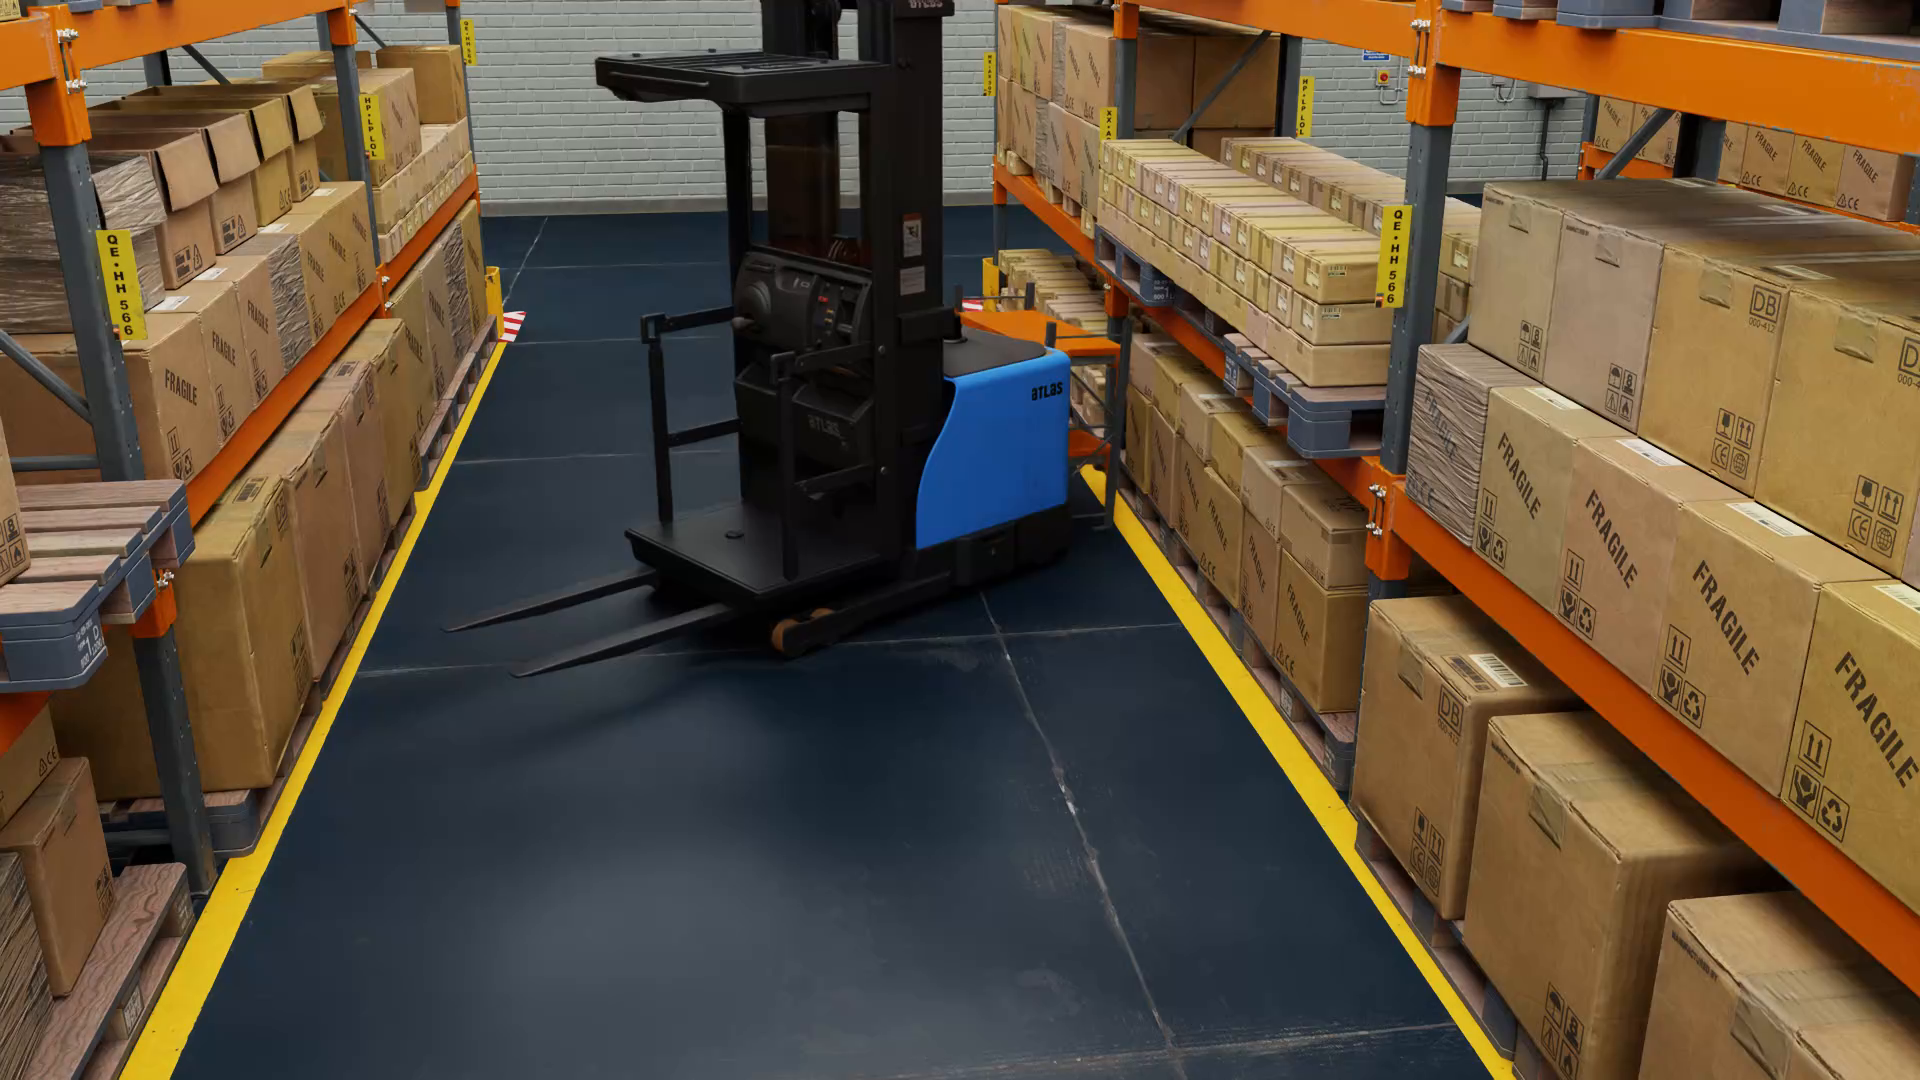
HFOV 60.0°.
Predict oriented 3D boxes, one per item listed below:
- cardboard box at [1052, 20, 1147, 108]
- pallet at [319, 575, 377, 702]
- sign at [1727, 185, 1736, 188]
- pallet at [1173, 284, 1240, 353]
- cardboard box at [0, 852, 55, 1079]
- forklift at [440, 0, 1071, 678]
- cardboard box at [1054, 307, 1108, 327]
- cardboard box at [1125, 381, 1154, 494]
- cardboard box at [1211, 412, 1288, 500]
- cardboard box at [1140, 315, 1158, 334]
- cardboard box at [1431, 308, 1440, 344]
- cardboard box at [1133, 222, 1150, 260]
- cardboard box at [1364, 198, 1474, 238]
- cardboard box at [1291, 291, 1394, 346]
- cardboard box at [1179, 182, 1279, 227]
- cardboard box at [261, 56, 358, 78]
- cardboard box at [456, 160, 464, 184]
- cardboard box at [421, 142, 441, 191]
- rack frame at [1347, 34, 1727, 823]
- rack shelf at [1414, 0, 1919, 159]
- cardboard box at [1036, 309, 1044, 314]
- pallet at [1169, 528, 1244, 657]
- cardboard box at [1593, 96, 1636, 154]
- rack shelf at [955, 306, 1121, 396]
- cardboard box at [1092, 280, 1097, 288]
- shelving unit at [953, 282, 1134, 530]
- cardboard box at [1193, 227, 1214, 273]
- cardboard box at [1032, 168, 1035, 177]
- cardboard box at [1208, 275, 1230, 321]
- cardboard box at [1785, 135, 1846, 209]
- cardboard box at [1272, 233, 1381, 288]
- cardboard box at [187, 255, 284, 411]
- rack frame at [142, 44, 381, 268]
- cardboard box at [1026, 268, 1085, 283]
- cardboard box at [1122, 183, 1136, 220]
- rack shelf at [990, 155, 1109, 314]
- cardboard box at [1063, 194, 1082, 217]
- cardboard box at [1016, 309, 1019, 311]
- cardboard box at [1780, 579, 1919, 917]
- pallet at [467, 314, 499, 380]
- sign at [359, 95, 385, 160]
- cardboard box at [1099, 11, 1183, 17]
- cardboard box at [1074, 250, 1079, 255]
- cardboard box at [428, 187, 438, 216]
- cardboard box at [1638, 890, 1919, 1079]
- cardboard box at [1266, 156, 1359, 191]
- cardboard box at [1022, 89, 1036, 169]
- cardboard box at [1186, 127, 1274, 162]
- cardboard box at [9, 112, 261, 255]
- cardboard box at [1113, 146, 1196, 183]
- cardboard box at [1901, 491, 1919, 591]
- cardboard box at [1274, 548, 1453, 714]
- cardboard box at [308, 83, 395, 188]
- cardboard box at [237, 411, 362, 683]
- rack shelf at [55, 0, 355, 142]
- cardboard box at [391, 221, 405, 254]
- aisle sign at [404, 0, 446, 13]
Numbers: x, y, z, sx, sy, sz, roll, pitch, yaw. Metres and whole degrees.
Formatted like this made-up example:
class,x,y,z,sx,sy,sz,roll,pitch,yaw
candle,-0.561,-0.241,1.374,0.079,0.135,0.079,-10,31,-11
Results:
class,x,y,z,sx,sy,sz,roll,pitch,yaw
cardboard box,0.869,-2.972,10.390,0.500,0.500,0.500,-2,21,-6
pallet,-3.214,0.396,7.353,1.003,0.211,1.213,-3,21,-8
sign,2.469,-0.998,5.447,0.100,0.325,0.005,-3,21,-8
pallet,1.594,-1.020,7.435,1.003,0.211,1.213,-3,21,-8
cardboard box,-2.794,1.176,4.225,0.700,0.500,0.500,-5,21,-12
forklift,-0.873,-1.062,7.369,3.031,2.935,1.130,-18,27,-39
cardboard box,0.825,-1.417,10.847,0.380,0.149,0.250,-4,21,-10
cardboard box,1.188,-0.568,8.923,0.500,0.500,0.500,-2,21,-6
cardboard box,1.421,-0.379,7.343,0.500,0.250,0.500,-2,21,-6
cardboard box,1.373,-1.354,10.678,0.380,0.149,0.250,-3,21,-9
cardboard box,1.978,-0.857,6.483,0.380,0.149,0.250,-2,21,-5
cardboard box,1.058,-1.462,8.102,0.380,0.149,0.250,-3,21,-7
cardboard box,1.894,-1.318,6.866,0.380,0.149,0.250,-2,21,-5
cardboard box,1.398,-0.793,5.887,0.380,0.149,0.250,-2,21,-7
cardboard box,1.175,-1.469,7.271,0.380,0.149,0.250,-2,21,-6
cardboard box,-4.201,-2.870,10.831,0.500,0.500,0.500,-3,21,-9
cardboard box,-3.704,-2.580,11.696,0.380,0.149,0.250,-3,21,-8
cardboard box,-3.598,-2.364,10.548,0.500,0.250,0.500,-3,21,-8
rack frame,1.920,-0.427,5.572,1.000,3.000,0.127,-3,21,-8
rack shelf,2.209,-0.803,3.319,1.077,0.370,4.000,-3,21,-8
cardboard box,0.757,-1.644,11.879,0.380,0.149,0.250,-4,21,-10
pallet,1.636,0.187,7.913,1.003,0.211,1.213,-3,21,-8
cardboard box,5.436,-3.348,13.249,0.500,0.500,0.500,-3,21,-8
rack shelf,0.411,-1.014,8.932,0.538,0.278,1.000,-6,21,-27
cardboard box,1.202,-1.849,12.429,0.380,0.149,0.250,-4,21,-10
shelving unit,0.391,-0.737,9.025,0.538,1.125,1.048,-6,21,-27
cardboard box,1.210,-1.240,7.082,0.380,0.149,0.250,-2,21,-6
cardboard box,0.726,-2.686,11.979,0.380,0.149,0.250,-2,21,-5
cardboard box,1.250,-1.008,6.887,0.380,0.149,0.250,-4,21,-10
cardboard box,5.828,-2.469,10.896,0.500,0.500,0.500,-3,21,-9
cardboard box,1.362,-1.018,6.064,0.380,0.149,0.250,-3,21,-8
cardboard box,-2.957,-0.796,6.418,0.500,0.500,0.500,-3,21,-9
rack frame,-3.579,-1.597,8.704,1.000,3.000,0.127,-3,21,-8
cardboard box,0.692,-1.873,12.069,0.380,0.149,0.250,-4,21,-10
cardboard box,1.022,-1.692,8.292,0.380,0.149,0.250,-2,21,-6
rack shelf,1.055,-2.167,11.260,1.077,0.370,4.000,-3,21,-8
cardboard box,0.865,-2.144,10.527,0.380,0.149,0.250,-4,21,-10
cardboard box,0.615,-1.594,12.172,0.380,0.149,0.250,-3,21,-7
cardboard box,2.011,0.394,3.231,0.500,0.500,0.500,-3,21,-7
pallet,-3.963,-1.402,12.169,1.003,0.211,1.213,-3,21,-8
sign,-3.044,-2.133,8.598,0.100,0.325,0.005,-3,21,-8
cardboard box,1.236,-3.350,11.402,0.500,0.500,0.500,-2,21,-5
cardboard box,1.094,-2.166,12.853,0.380,0.149,0.250,-3,21,-7
cardboard box,-3.519,-2.138,10.512,0.380,0.149,0.250,-4,21,-9
cardboard box,2.183,1.271,3.642,1.050,0.750,0.750,-3,21,-8
cardboard box,1.708,-1.767,8.069,0.380,0.149,0.250,-3,21,-8
cardboard box,0.719,-2.859,11.517,0.500,0.500,0.500,-3,21,-7
cardboard box,1.522,-2.182,9.704,0.500,0.500,0.500,-3,21,-9
cardboard box,-3.286,-1.440,6.708,0.797,0.503,0.637,-2,21,-6
cardboard box,0.992,-1.914,8.461,0.380,0.149,0.250,-2,21,-6
cardboard box,2.271,-0.082,3.076,0.700,0.500,0.500,-3,21,-7
cardboard box,1.567,0.333,6.511,0.500,0.500,0.500,-3,21,-8
cardboard box,-3.395,-2.196,9.025,0.500,0.500,0.500,-3,21,-8
cardboard box,-3.202,0.038,6.764,1.225,0.875,0.875,-3,21,-8
rack shelf,-3.291,-1.972,6.451,1.077,0.370,4.000,-3,21,-8
cardboard box,-3.331,-1.689,9.311,0.380,0.149,0.250,-4,21,-10
aisle sign,-3.869,-4.239,12.064,0.394,0.787,0.004,-3,21,-8
